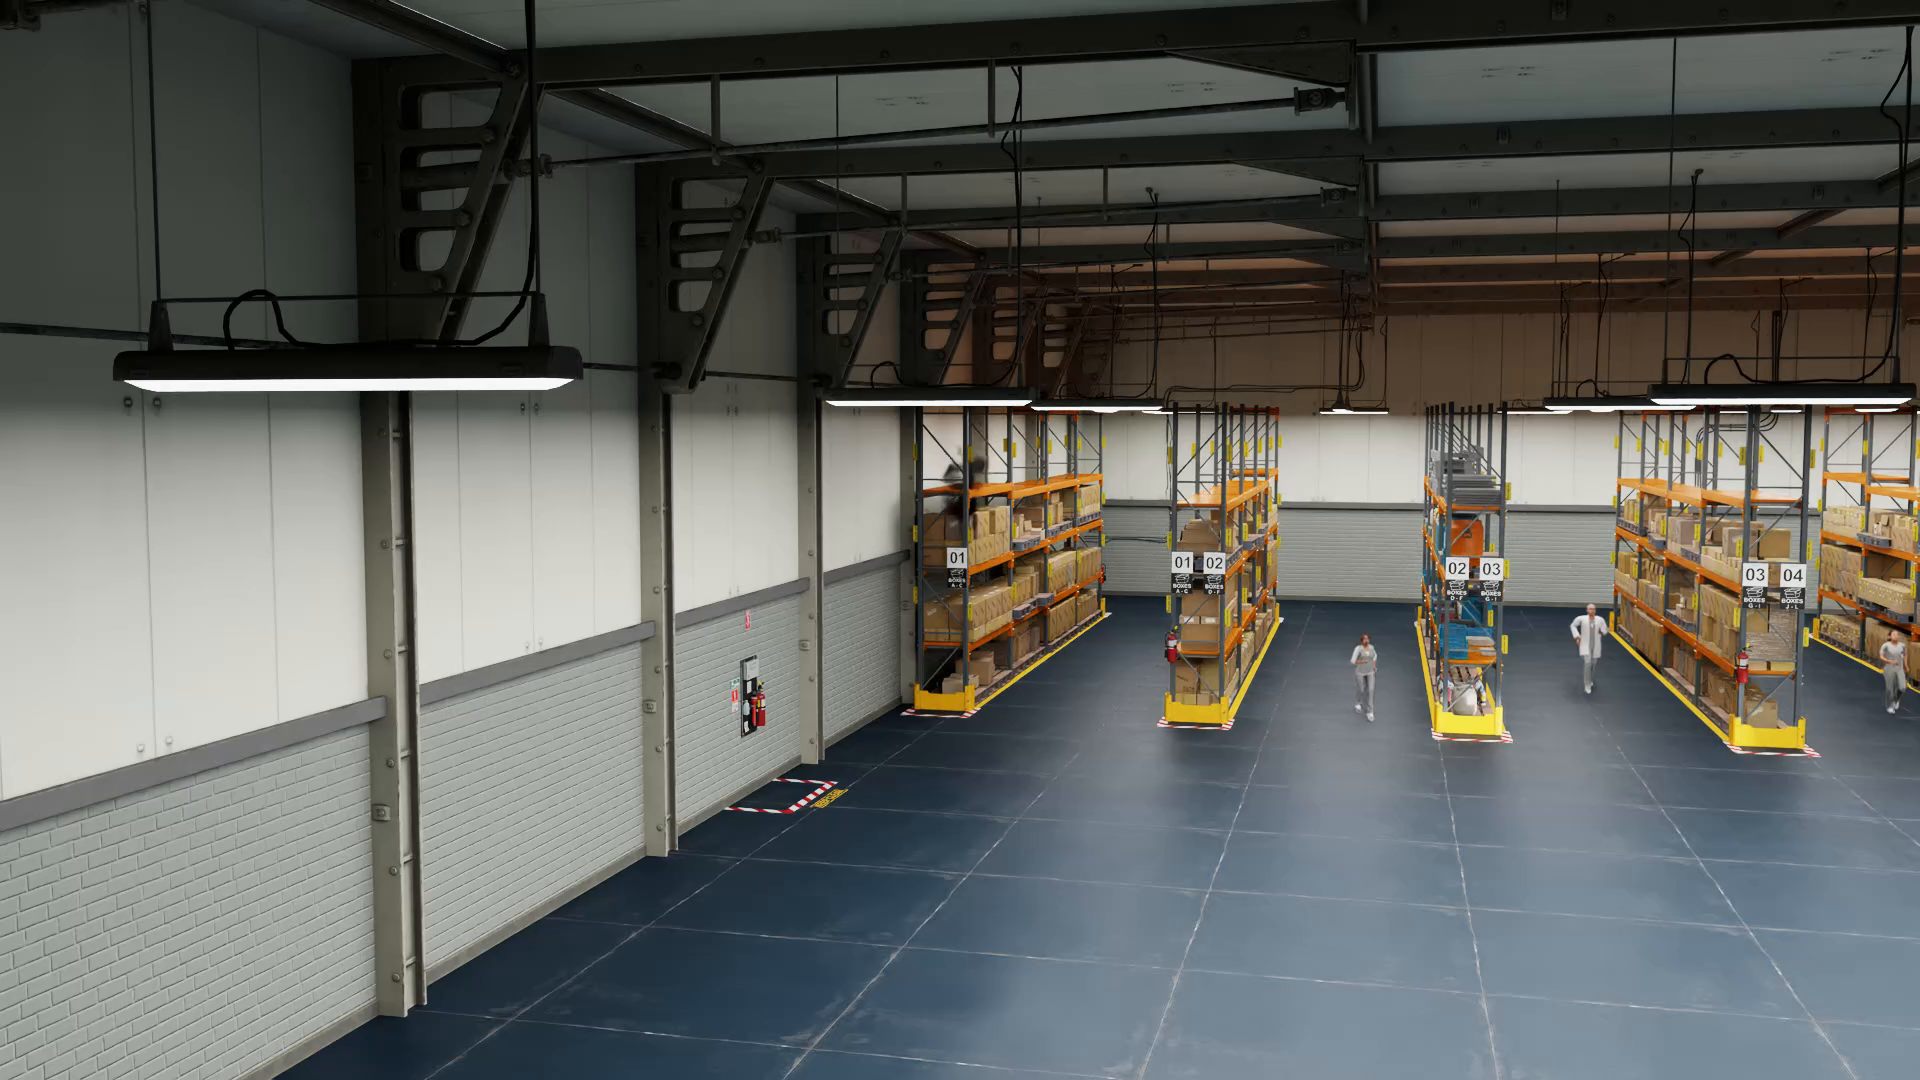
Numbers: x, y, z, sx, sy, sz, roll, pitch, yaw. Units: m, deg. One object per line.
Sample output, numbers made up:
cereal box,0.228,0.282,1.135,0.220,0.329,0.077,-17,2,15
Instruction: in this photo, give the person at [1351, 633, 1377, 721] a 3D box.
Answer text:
person,7.683,2.566,31.576,0.531,1.607,0.833,0,4,-1

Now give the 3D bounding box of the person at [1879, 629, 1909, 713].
person,18.036,2.533,32.069,0.550,1.633,0.571,1,4,12

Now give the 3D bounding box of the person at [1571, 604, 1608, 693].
person,13.227,2.265,34.927,0.693,1.825,0.823,0,4,6
